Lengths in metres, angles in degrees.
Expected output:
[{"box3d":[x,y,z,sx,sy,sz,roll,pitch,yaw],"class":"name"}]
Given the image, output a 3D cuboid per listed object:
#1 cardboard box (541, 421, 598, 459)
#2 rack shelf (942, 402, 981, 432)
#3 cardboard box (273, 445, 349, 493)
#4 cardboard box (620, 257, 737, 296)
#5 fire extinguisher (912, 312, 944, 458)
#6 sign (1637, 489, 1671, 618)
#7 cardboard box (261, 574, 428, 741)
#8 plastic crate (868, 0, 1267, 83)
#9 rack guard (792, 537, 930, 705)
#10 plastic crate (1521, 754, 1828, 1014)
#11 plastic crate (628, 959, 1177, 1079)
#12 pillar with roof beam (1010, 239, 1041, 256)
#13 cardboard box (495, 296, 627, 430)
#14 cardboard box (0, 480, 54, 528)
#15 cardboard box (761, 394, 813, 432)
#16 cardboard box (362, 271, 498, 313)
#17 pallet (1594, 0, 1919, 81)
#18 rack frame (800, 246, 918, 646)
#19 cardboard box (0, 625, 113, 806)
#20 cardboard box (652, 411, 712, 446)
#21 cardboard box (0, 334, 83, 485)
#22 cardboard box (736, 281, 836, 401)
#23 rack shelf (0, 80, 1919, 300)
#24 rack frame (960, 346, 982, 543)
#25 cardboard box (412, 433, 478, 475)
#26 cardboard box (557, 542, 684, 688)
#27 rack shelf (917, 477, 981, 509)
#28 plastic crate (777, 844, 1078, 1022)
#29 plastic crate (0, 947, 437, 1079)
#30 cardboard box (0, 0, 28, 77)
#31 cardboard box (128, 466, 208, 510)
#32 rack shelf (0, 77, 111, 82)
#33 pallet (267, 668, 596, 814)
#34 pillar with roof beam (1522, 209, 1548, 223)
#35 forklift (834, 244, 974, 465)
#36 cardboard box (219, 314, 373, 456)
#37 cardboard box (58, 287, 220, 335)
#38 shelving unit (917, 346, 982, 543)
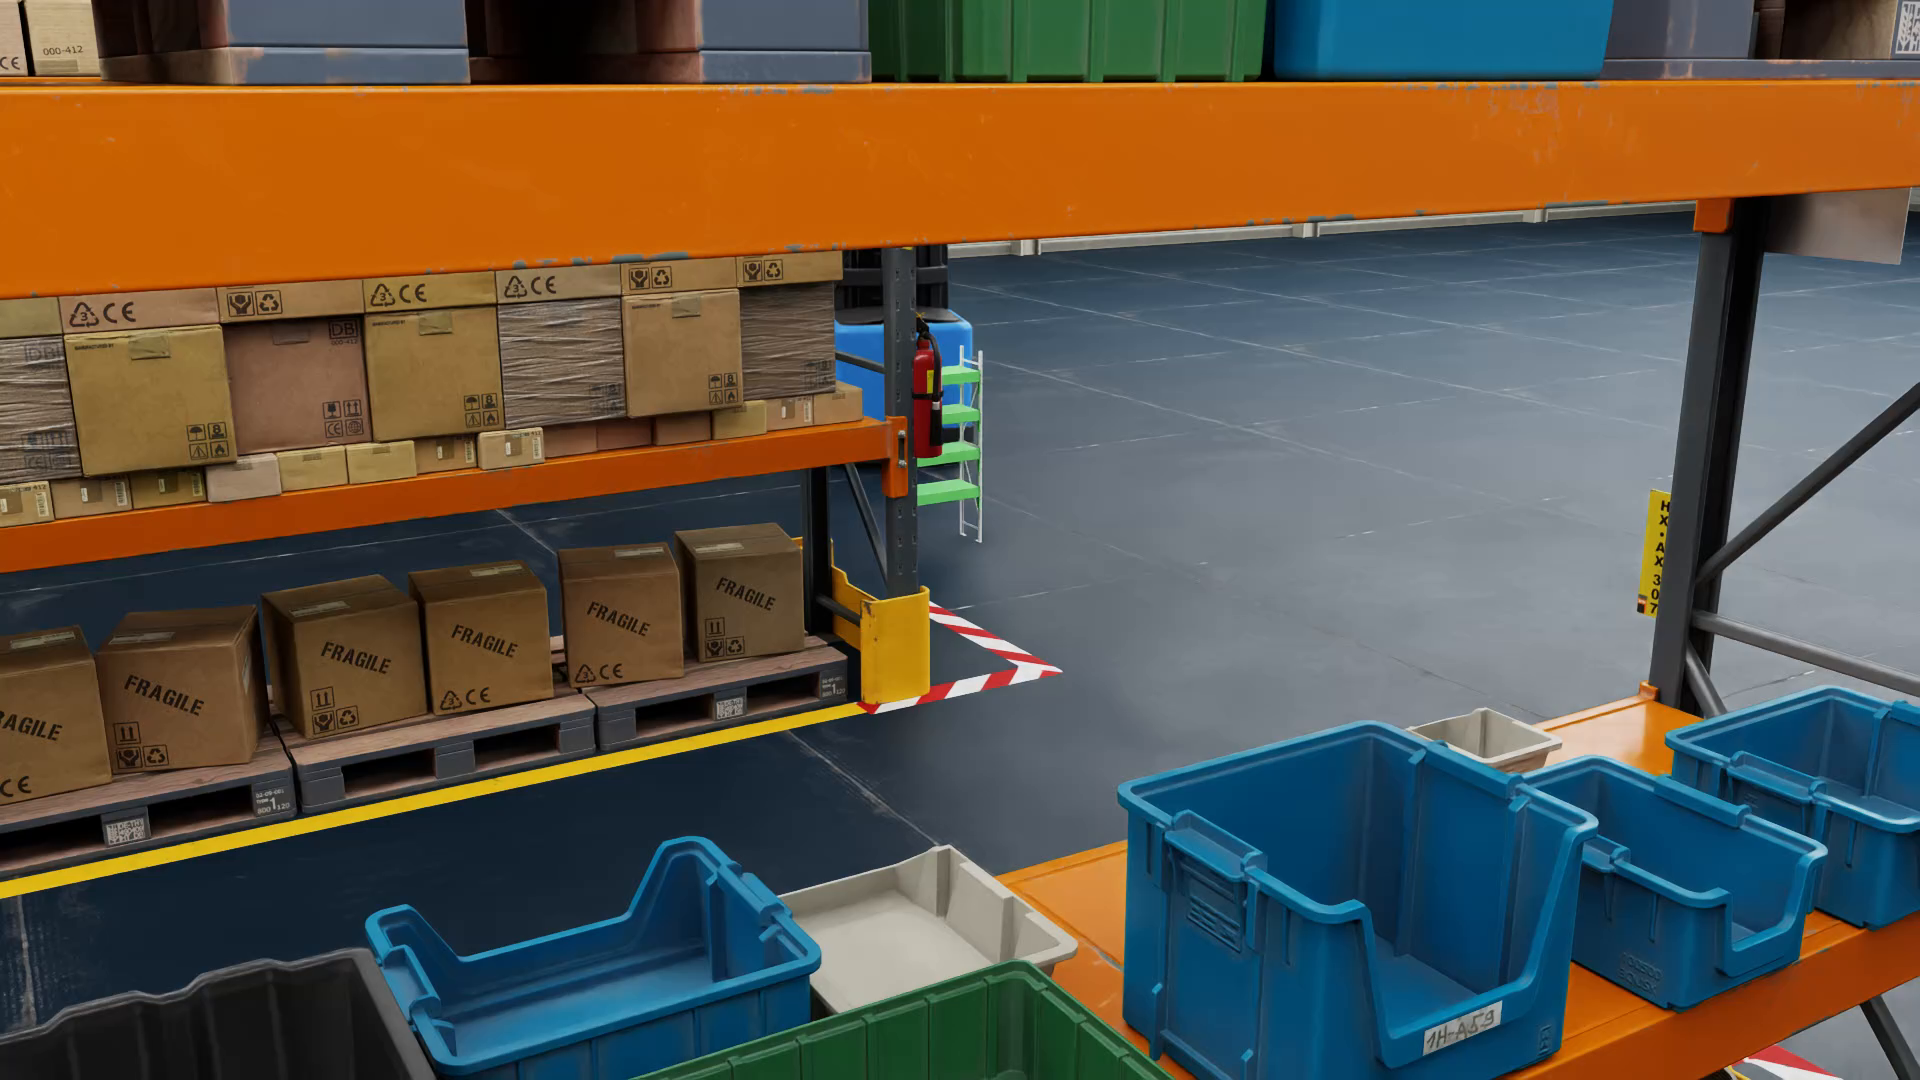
[{"box3d":[-1.702,-0.459,6.956,0.250,0.149,0.380,-9,18,-30],"class":"cardboard box"},{"box3d":[-0.142,-0.724,10.118,0.480,0.148,0.258,-9,18,-30],"class":"rack shelf"},{"box3d":[-2.532,-0.308,6.416,0.250,0.149,0.380,-9,18,-30],"class":"cardboard box"},{"box3d":[-1.271,-1.313,6.949,0.500,0.500,0.500,-9,18,-30],"class":"cardboard box"},{"box3d":[-0.166,-0.717,7.554,0.183,0.674,0.296,-9,18,-30],"class":"fire extinguisher"},{"box3d":[1.770,0.040,4.198,0.005,0.325,0.100,-9,18,-30],"class":"sign"},{"box3d":[-2.588,0.480,6.992,0.500,0.500,0.500,-11,19,-35],"class":"cardboard box"},{"box3d":[0.114,-0.642,1.977,0.450,0.188,0.336,-9,18,-30],"class":"plastic crate"},{"box3d":[-0.566,0.369,8.167,0.348,0.500,1.175,-9,18,-30],"class":"rack guard"},{"box3d":[1.215,0.600,2.986,0.408,0.251,0.499,-9,18,-30],"class":"plastic crate"},{"box3d":[-0.070,0.836,2.264,0.662,0.188,0.450,-9,18,-30],"class":"plastic crate"},{"box3d":[3.278,-7.958,22.128,0.400,9.000,9.100,-9,18,-30],"class":"pillar with roof beam"},{"box3d":[-1.804,-0.810,7.004,0.500,0.500,0.875,-9,18,-30],"class":"cardboard box"},{"box3d":[-3.370,-0.160,5.889,0.250,0.149,0.380,-9,18,-30],"class":"cardboard box"},{"box3d":[-0.854,-0.602,7.466,0.250,0.149,0.380,-9,18,-30],"class":"cardboard box"},{"box3d":[-2.134,-1.177,6.462,0.500,0.500,0.500,-9,18,-30],"class":"cardboard box"},{"box3d":[1.290,-0.960,3.070,1.213,0.211,1.003,-9,18,-30],"class":"pallet"},{"box3d":[-0.501,-0.845,7.867,0.127,3.000,1.000,-9,18,-30],"class":"rack frame"},{"box3d":[-3.566,0.666,6.329,0.500,0.500,0.500,-10,18,-31],"class":"cardboard box"},{"box3d":[-1.264,-0.524,7.188,0.250,0.149,0.380,-9,18,-30],"class":"cardboard box"},{"box3d":[-3.512,-0.529,6.002,0.500,0.500,0.875,-9,18,-30],"class":"cardboard box"},{"box3d":[-0.987,-0.966,7.563,0.500,0.500,0.875,-9,18,-30],"class":"cardboard box"},{"box3d":[0.335,-0.519,2.479,4.000,0.370,1.077,-9,18,-30],"class":"rack shelf"},{"box3d":[0.067,-0.589,10.287,0.015,1.200,0.240,-9,18,-30],"class":"rack frame"},{"box3d":[-2.121,-0.385,6.692,0.250,0.149,0.380,-9,18,-30],"class":"cardboard box"},{"box3d":[-1.540,0.330,7.527,0.500,0.500,0.500,-4,16,-15],"class":"cardboard box"},{"box3d":[-0.142,-0.262,10.248,0.480,0.148,0.258,-9,18,-30],"class":"rack shelf"},{"box3d":[-0.118,0.700,2.845,0.437,0.136,0.530,-9,18,-30],"class":"plastic crate"},{"box3d":[-0.865,0.844,1.958,0.504,0.338,0.767,-9,18,-30],"class":"plastic crate"},{"box3d":[-3.412,-1.664,5.510,0.500,0.250,0.500,-10,19,-32],"class":"cardboard box"},{"box3d":[-2.960,-0.238,6.167,0.250,0.149,0.380,-9,18,-30],"class":"cardboard box"},{"box3d":[-2.216,-1.665,6.567,4.000,0.370,1.077,-9,18,-30],"class":"rack shelf"},{"box3d":[-2.326,0.781,7.231,1.213,0.211,1.003,-9,18,-30],"class":"pallet"},{"box3d":[13.564,-9.626,28.078,0.400,9.000,9.100,-9,18,-30],"class":"pillar with roof beam"},{"box3d":[-0.683,-2.312,13.227,1.130,2.935,3.031,-3,16,-11],"class":"forklift"},{"box3d":[-2.689,-0.683,6.552,0.500,0.500,0.875,-9,18,-30],"class":"cardboard box"},{"box3d":[-2.985,-1.035,5.957,0.500,0.500,0.500,-9,18,-30],"class":"cardboard box"},{"box3d":[-0.142,-0.555,10.166,0.503,1.200,0.258,-9,18,-30],"class":"shelving unit"}]
